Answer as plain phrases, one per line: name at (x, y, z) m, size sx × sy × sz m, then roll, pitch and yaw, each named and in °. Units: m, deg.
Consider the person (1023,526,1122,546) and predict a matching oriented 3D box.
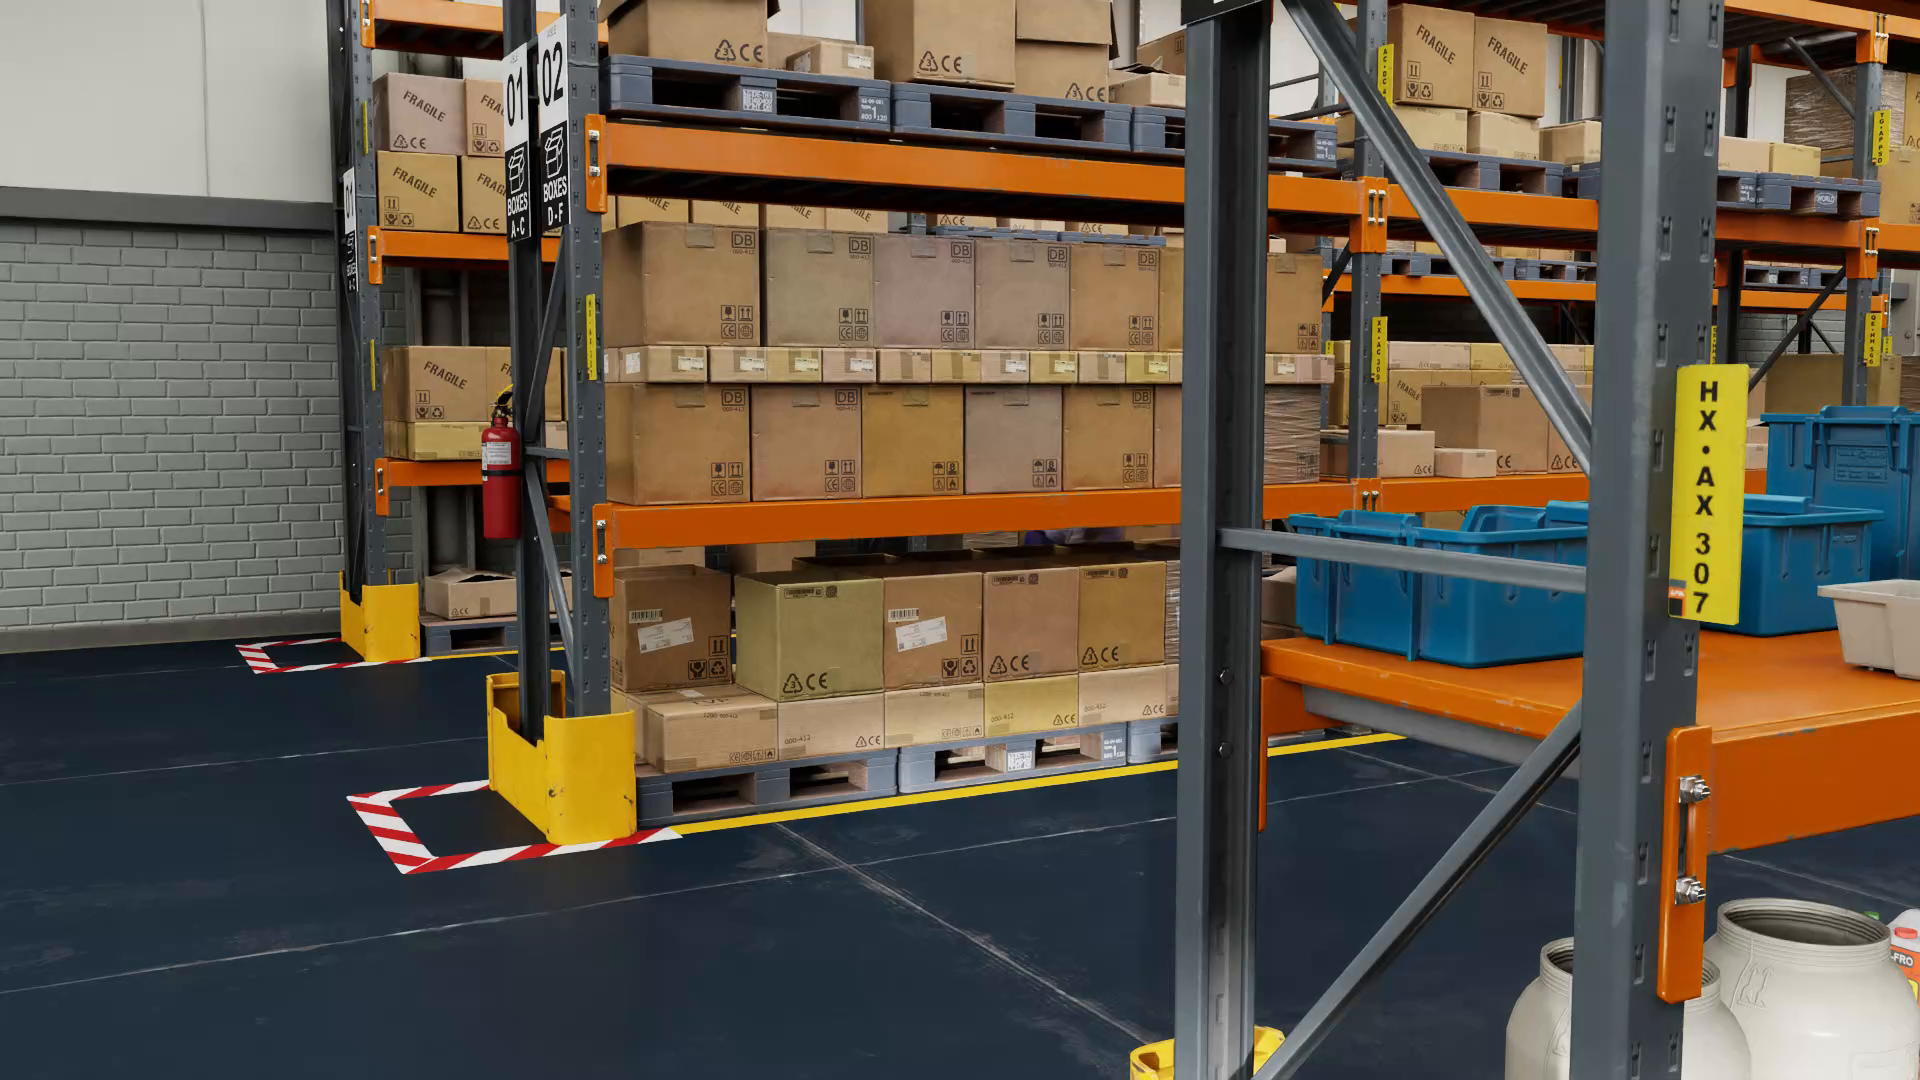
person at (0.765, 0.226, 10.420) m, size 0.475 × 1.234 × 0.782 m, roll -3°, pitch 6°, yaw -31°
